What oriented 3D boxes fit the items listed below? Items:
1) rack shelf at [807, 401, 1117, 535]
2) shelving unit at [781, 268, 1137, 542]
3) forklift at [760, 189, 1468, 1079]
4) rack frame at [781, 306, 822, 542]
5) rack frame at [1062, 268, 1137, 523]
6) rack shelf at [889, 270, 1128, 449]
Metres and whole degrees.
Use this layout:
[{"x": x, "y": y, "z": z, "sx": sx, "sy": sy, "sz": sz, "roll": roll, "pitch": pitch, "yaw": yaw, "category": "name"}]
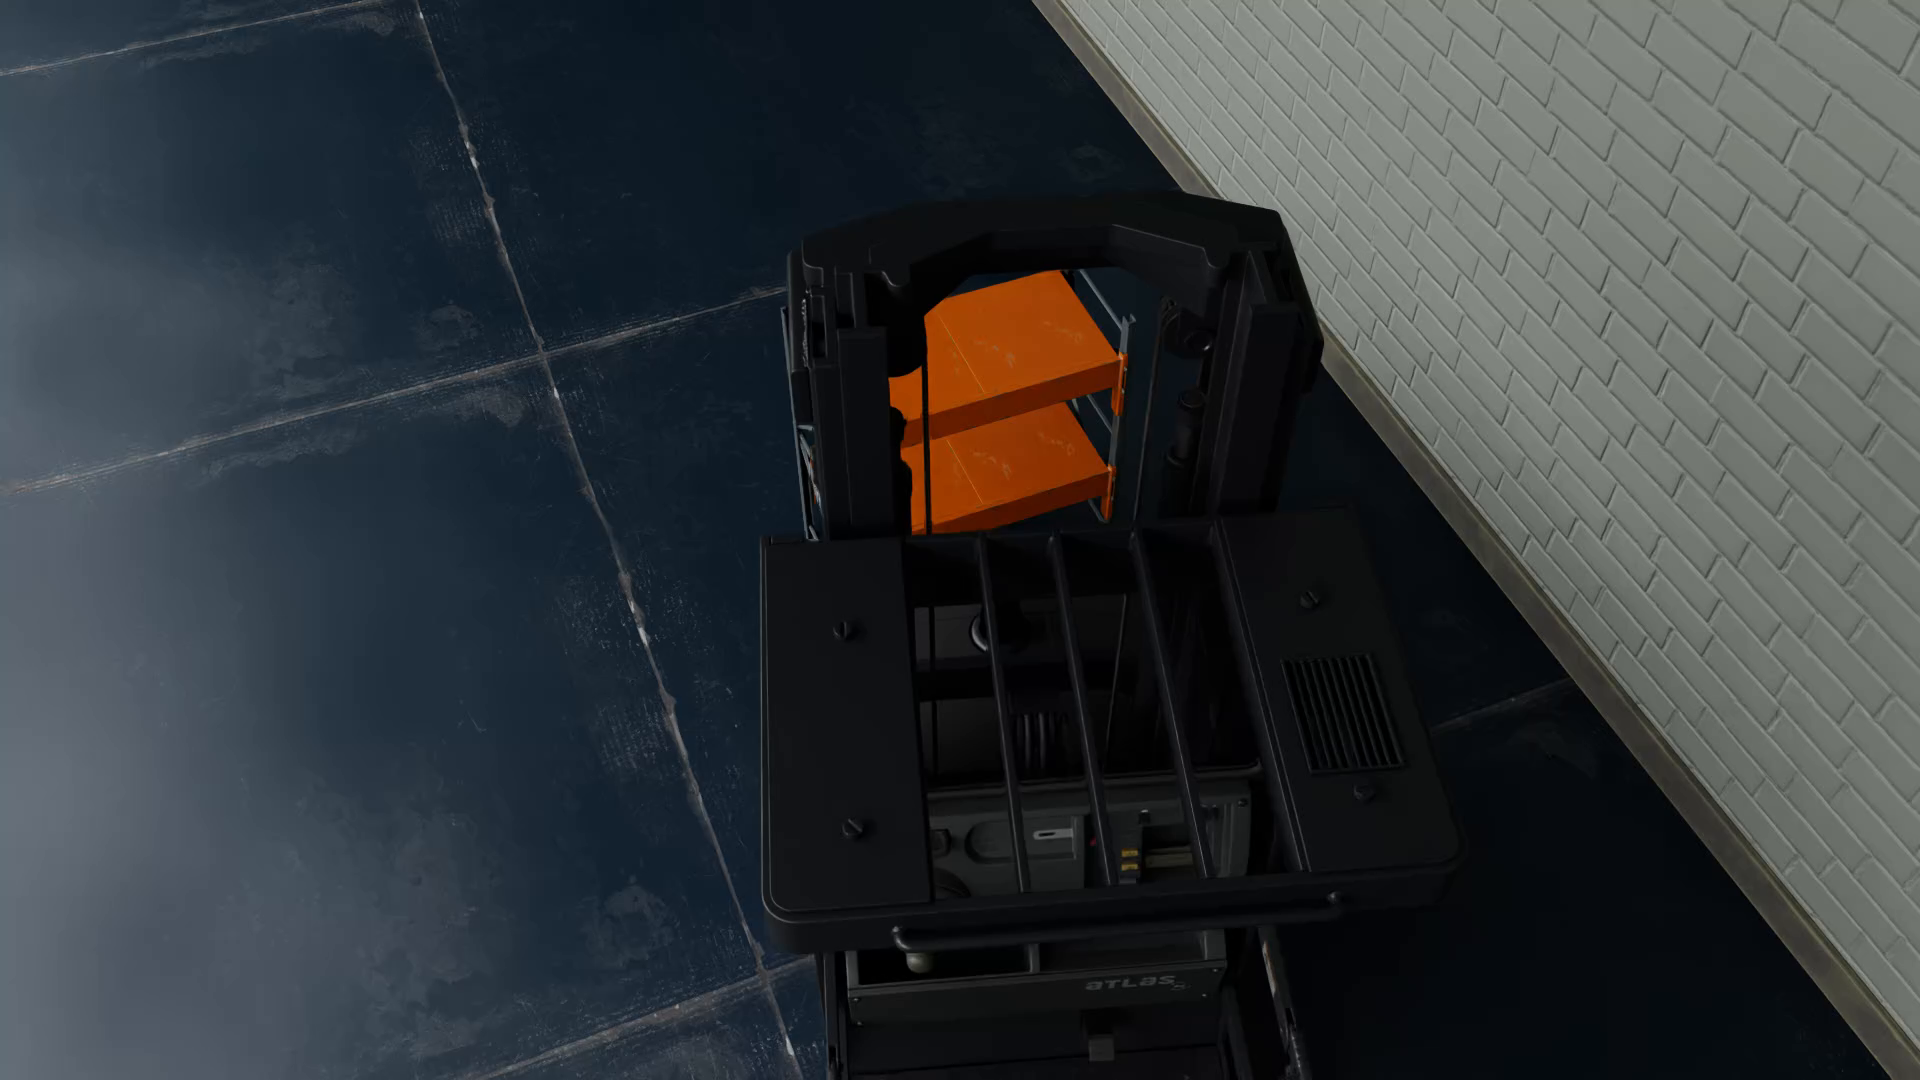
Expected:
[{"x": -0.006, "y": -0.205, "z": 6.007, "sx": 1.000, "sy": 0.278, "sz": 0.538, "roll": -17, "pitch": 52, "yaw": -14, "category": "rack shelf"}, {"x": -0.006, "y": -0.365, "z": 5.822, "sx": 1.048, "sy": 1.125, "sz": 0.538, "roll": -17, "pitch": 52, "yaw": -14, "category": "shelving unit"}, {"x": 0.207, "y": 0.857, "z": 3.582, "sx": 1.130, "sy": 2.935, "sz": 3.031, "roll": -4, "pitch": 49, "yaw": -3, "category": "forklift"}, {"x": -0.477, "y": -0.219, "z": 5.696, "sx": 0.032, "sy": 1.125, "sz": 0.500, "roll": -17, "pitch": 52, "yaw": -14, "category": "rack frame"}, {"x": 0.464, "y": -0.510, "z": 5.947, "sx": 0.032, "sy": 1.125, "sz": 0.500, "roll": -17, "pitch": 52, "yaw": -14, "category": "rack frame"}, {"x": -0.006, "y": -0.555, "z": 5.600, "sx": 1.000, "sy": 0.278, "sz": 0.538, "roll": -17, "pitch": 52, "yaw": -14, "category": "rack shelf"}]
